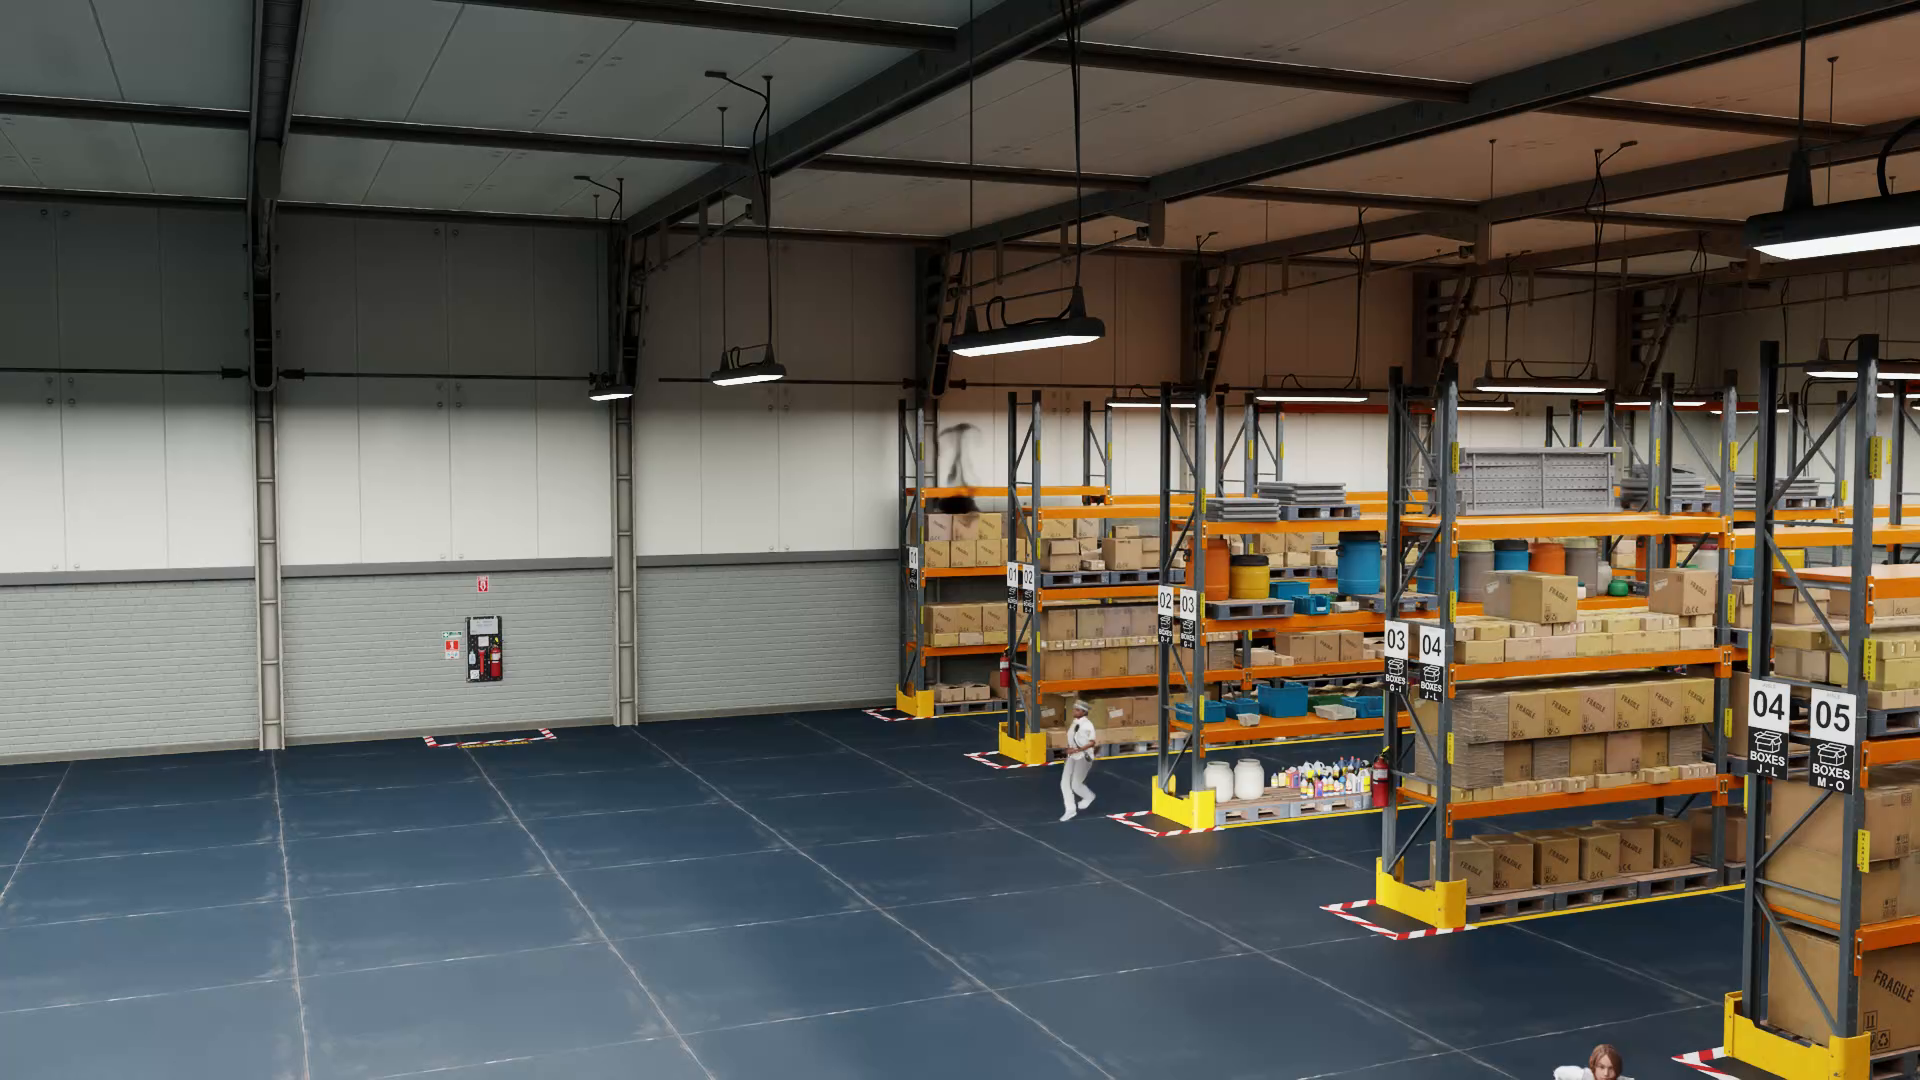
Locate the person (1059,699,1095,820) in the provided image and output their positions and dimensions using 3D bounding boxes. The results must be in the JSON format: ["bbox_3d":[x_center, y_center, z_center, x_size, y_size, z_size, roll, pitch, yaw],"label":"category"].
[{"bbox_3d":[1.662,3.021,22.905,0.663,1.704,0.666,-2,4,-35],"label":"person"}]

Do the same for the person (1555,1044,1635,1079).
[{"bbox_3d":[3.920,3.778,10.181,0.526,1.523,0.822,1,3,16],"label":"person"}]
